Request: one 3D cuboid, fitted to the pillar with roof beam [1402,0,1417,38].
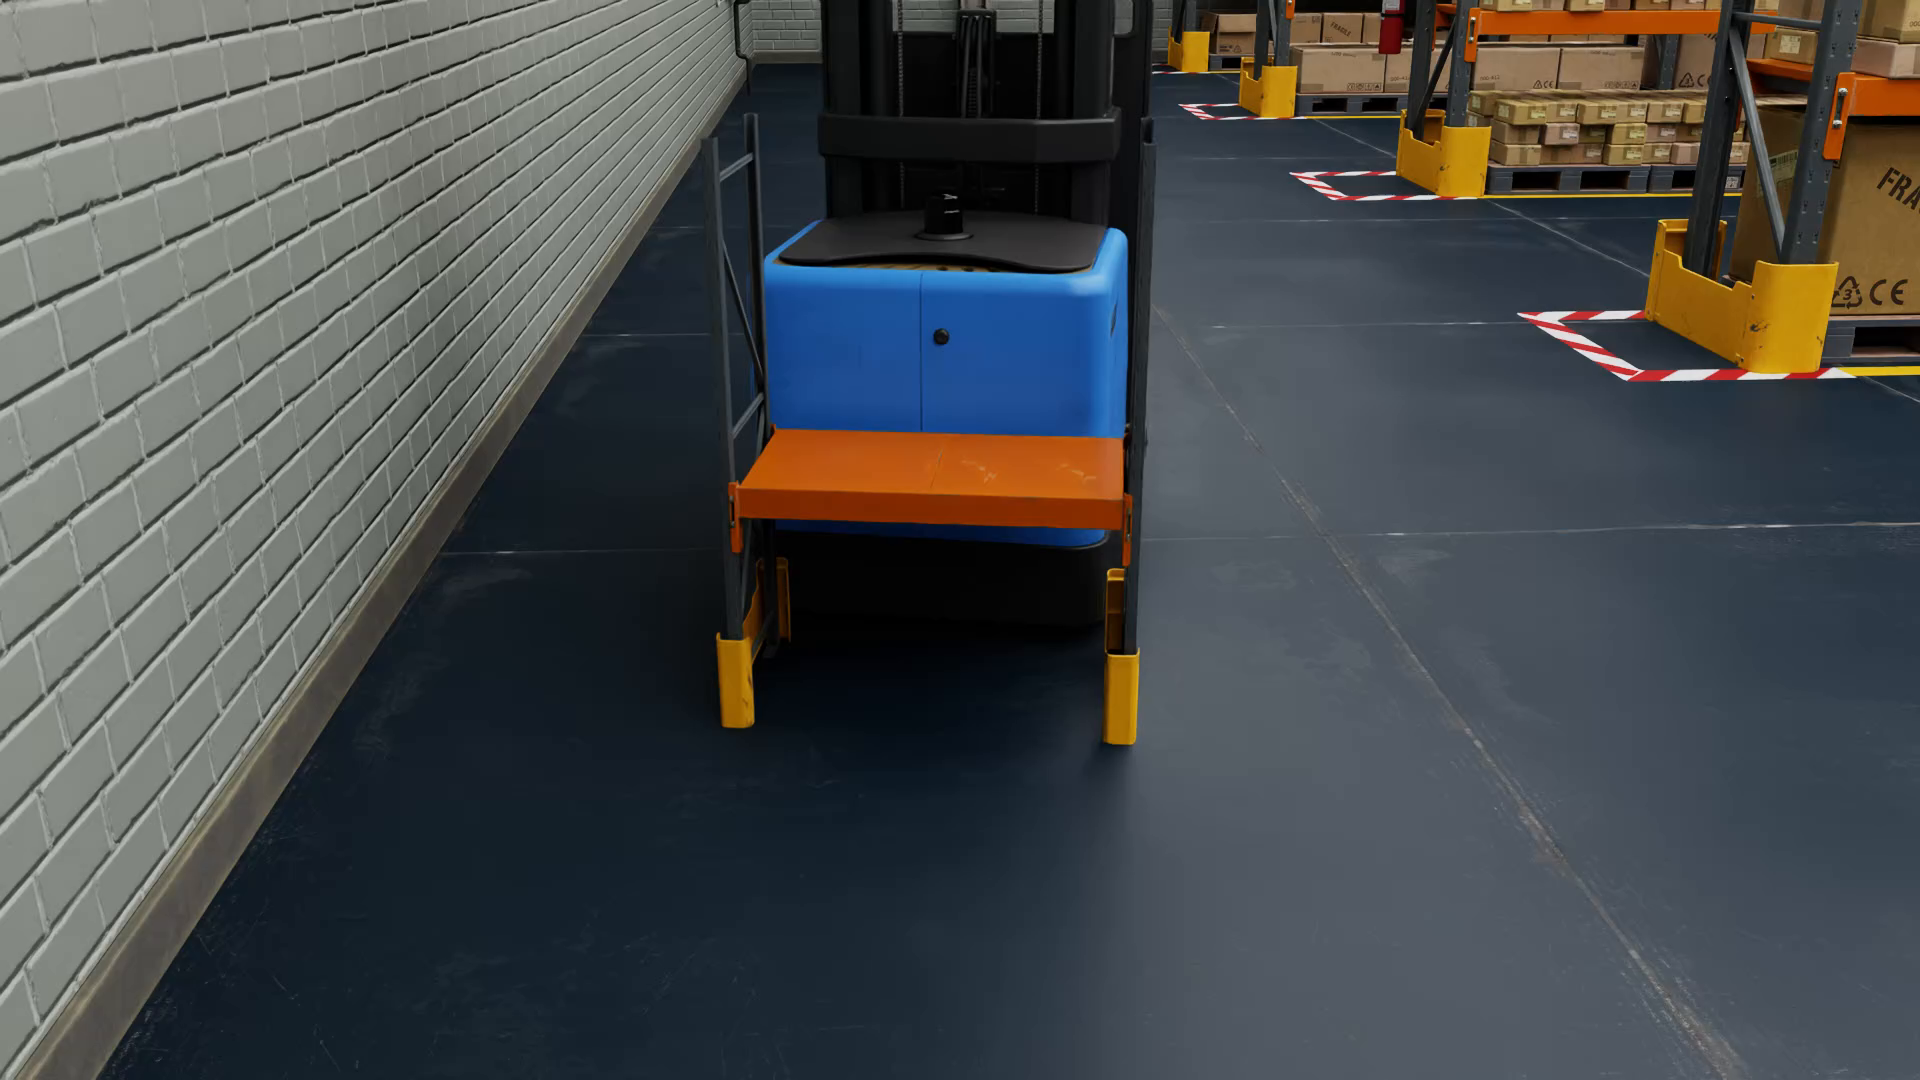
[{"bbox_3d":[6.429,-9.319,17.451,0.400,9.000,9.100,-1,21,-3],"label":"pillar with roof beam"}]

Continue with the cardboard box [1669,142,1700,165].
[{"bbox_3d":[5.417,-2.920,12.492,0.250,0.149,0.380,-2,21,-6],"label":"cardboard box"}]

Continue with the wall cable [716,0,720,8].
[{"bbox_3d":[-2.405,-6.261,16.378,0.123,1.953,0.585,-1,21,-3],"label":"wall cable"}]

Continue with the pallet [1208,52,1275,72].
[{"bbox_3d":[3.808,-6.372,22.062,1.213,0.211,1.003,-1,21,-3],"label":"pallet"}]

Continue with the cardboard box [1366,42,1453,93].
[{"bbox_3d":[4.790,-4.964,17.453,0.875,0.438,0.875,-1,21,-2],"label":"cardboard box"}]

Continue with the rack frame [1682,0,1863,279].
[{"bbox_3d":[3.789,-2.374,7.641,0.127,3.000,1.000,-1,21,-3],"label":"rack frame"}]

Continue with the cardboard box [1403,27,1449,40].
[{"bbox_3d":[6.257,-6.749,22.320,0.500,0.311,0.500,0,21,-1],"label":"cardboard box"}]

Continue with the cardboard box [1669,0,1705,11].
[{"bbox_3d":[5.243,-3.963,12.167,0.250,0.149,0.380,-2,21,-4],"label":"cardboard box"}]

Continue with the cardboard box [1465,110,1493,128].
[{"bbox_3d":[4.117,-3.253,12.948,0.250,0.149,0.380,-2,21,-5],"label":"cardboard box"}]

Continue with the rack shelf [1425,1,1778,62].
[{"bbox_3d":[5.604,-3.842,12.509,4.000,0.370,1.077,-1,21,-3],"label":"rack shelf"}]

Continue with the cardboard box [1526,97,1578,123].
[{"bbox_3d":[4.418,-3.218,12.438,0.250,0.149,0.380,-1,21,-2],"label":"cardboard box"}]

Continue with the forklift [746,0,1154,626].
[{"bbox_3d":[0.126,-1.610,5.730,1.130,2.935,3.031,3,21,8],"label":"forklift"}]

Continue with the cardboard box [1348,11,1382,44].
[{"bbox_3d":[5.444,-6.689,21.897,0.500,0.500,0.700,-2,21,-5],"label":"cardboard box"}]

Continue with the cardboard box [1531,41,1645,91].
[{"bbox_3d":[6.584,-5.000,17.548,0.875,0.438,0.875,-1,21,-4],"label":"cardboard box"}]

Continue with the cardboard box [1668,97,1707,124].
[{"bbox_3d":[5.462,-3.204,12.400,0.250,0.149,0.380,-1,21,-2],"label":"cardboard box"}]

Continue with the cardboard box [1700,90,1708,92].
[{"bbox_3d":[5.931,-3.396,12.906,0.250,0.149,0.380,-2,21,-5],"label":"cardboard box"}]

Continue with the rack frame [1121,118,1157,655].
[{"bbox_3d":[0.452,-0.280,4.247,0.032,1.500,0.500,2,21,5],"label":"rack frame"}]

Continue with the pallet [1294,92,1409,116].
[{"bbox_3d":[4.017,-4.635,17.499,1.213,0.211,1.003,-1,21,-3],"label":"pallet"}]

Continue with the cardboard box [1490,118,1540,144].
[{"bbox_3d":[4.145,-3.060,12.442,0.250,0.149,0.380,0,21,-1],"label":"cardboard box"}]

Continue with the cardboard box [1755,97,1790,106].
[{"bbox_3d":[5.962,-3.209,12.414,0.250,0.149,0.380,-2,21,-5],"label":"cardboard box"}]

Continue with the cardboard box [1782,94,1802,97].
[{"bbox_3d":[6.457,-3.407,12.935,0.250,0.149,0.380,-2,21,-4],"label":"cardboard box"}]

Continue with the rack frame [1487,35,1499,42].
[{"bbox_3d":[6.930,-7.739,21.732,0.127,3.000,1.000,-1,21,-3],"label":"rack frame"}]

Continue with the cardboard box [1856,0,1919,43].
[{"bbox_3d":[4.284,-2.357,7.388,0.500,0.250,0.500,-2,21,-4],"label":"cardboard box"}]

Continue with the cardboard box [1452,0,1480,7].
[{"bbox_3d":[3.916,-4.128,12.600,0.250,0.149,0.380,-1,21,-3],"label":"cardboard box"}]

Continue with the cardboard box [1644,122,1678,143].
[{"bbox_3d":[5.182,-3.088,12.515,0.250,0.149,0.380,-2,21,-6],"label":"cardboard box"}]

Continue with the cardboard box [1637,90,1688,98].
[{"bbox_3d":[5.423,-3.390,12.889,0.250,0.149,0.380,-2,21,-5],"label":"cardboard box"}]

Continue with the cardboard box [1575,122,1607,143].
[{"bbox_3d":[4.660,-3.082,12.499,0.250,0.149,0.380,-1,21,-2],"label":"cardboard box"}]

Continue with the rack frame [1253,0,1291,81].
[{"bbox_3d":[3.223,-5.894,16.887,0.127,3.000,1.000,-1,21,-3],"label":"rack frame"}]

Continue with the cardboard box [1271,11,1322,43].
[{"bbox_3d":[4.408,-6.668,21.842,0.500,0.500,0.700,0,21,-1],"label":"cardboard box"}]

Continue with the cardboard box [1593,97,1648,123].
[{"bbox_3d":[4.919,-3.212,12.423,0.250,0.149,0.380,-2,21,-6],"label":"cardboard box"}]

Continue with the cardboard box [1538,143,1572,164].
[{"bbox_3d":[4.405,-2.933,12.526,0.250,0.149,0.380,-1,21,-3],"label":"cardboard box"}]

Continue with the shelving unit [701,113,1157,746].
[{"bbox_3d":[-0.064,-0.297,4.291,1.083,1.500,0.587,2,21,5],"label":"shelving unit"}]

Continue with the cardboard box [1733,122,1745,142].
[{"bbox_3d":[5.721,-3.110,12.573,0.250,0.149,0.380,0,21,-1],"label":"cardboard box"}]

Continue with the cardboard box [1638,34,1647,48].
[{"bbox_3d":[8.973,-6.728,21.999,0.500,0.500,0.500,-2,21,-5],"label":"cardboard box"}]

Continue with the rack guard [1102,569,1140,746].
[{"bbox_3d":[0.432,0.303,4.472,0.087,0.250,0.587,2,21,5],"label":"rack guard"}]

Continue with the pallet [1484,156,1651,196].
[{"bbox_3d":[4.496,-2.840,12.784,1.213,0.211,1.003,-1,21,-3],"label":"pallet"}]

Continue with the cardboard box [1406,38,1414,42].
[{"bbox_3d":[6.034,-6.534,21.820,0.258,0.266,0.396,0,21,-1],"label":"cardboard box"}]

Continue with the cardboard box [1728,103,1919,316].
[{"bbox_3d":[4.423,-1.619,8.053,0.875,0.875,0.875,-1,21,-3],"label":"cardboard box"}]

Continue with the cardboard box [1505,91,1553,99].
[{"bbox_3d":[4.375,-3.365,12.825,0.250,0.149,0.380,-1,21,-2],"label":"cardboard box"}]

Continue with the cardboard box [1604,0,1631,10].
[{"bbox_3d":[4.723,-3.971,12.188,0.250,0.149,0.380,0,21,-1],"label":"cardboard box"}]

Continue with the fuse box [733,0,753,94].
[{"bbox_3d":[-2.379,-5.919,18.761,0.414,1.711,0.539,-1,21,-3],"label":"fuse box"}]

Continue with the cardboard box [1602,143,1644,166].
[{"bbox_3d":[4.914,-2.907,12.457,0.250,0.149,0.380,-1,21,-2],"label":"cardboard box"}]

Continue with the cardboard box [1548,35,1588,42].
[{"bbox_3d":[7.957,-6.711,21.955,0.500,0.500,0.500,-1,21,-4],"label":"cardboard box"}]

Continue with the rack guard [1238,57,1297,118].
[{"bbox_3d":[3.199,-4.726,17.331,0.348,0.500,1.175,-1,21,-3],"label":"rack guard"}]

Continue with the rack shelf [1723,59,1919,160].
[{"bbox_3d":[5.786,-2.078,7.875,4.000,0.370,1.077,-1,21,-3],"label":"rack shelf"}]

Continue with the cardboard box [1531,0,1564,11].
[{"bbox_3d":[4.201,-3.931,12.082,0.250,0.149,0.380,0,21,-1],"label":"cardboard box"}]

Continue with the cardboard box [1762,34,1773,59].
[{"bbox_3d":[8.733,-5.241,17.567,0.875,0.875,0.875,-1,21,-1],"label":"cardboard box"}]

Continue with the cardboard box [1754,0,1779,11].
[{"bbox_3d":[5.772,-3.956,12.148,0.250,0.149,0.380,-1,21,-2],"label":"cardboard box"}]

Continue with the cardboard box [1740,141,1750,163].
[{"bbox_3d":[5.931,-2.952,12.575,0.250,0.149,0.380,-1,21,-2],"label":"cardboard box"}]

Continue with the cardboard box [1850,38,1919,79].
[{"bbox_3d":[4.162,-2.147,7.396,0.250,0.149,0.380,-1,21,-2],"label":"cardboard box"}]

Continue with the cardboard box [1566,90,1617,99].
[{"bbox_3d":[4.888,-3.399,12.912,0.250,0.149,0.380,-2,21,-5],"label":"cardboard box"}]

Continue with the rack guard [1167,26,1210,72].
[{"bbox_3d":[3.012,-6.491,21.967,0.348,0.500,1.175,-1,21,-3],"label":"rack guard"}]

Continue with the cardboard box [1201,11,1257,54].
[{"bbox_3d":[3.552,-6.666,21.832,0.637,0.503,0.797,-2,21,-5],"label":"cardboard box"}]

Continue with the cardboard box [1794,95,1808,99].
[{"bbox_3d":[6.495,-3.257,12.540,0.250,0.149,0.380,0,21,-1],"label":"cardboard box"}]
